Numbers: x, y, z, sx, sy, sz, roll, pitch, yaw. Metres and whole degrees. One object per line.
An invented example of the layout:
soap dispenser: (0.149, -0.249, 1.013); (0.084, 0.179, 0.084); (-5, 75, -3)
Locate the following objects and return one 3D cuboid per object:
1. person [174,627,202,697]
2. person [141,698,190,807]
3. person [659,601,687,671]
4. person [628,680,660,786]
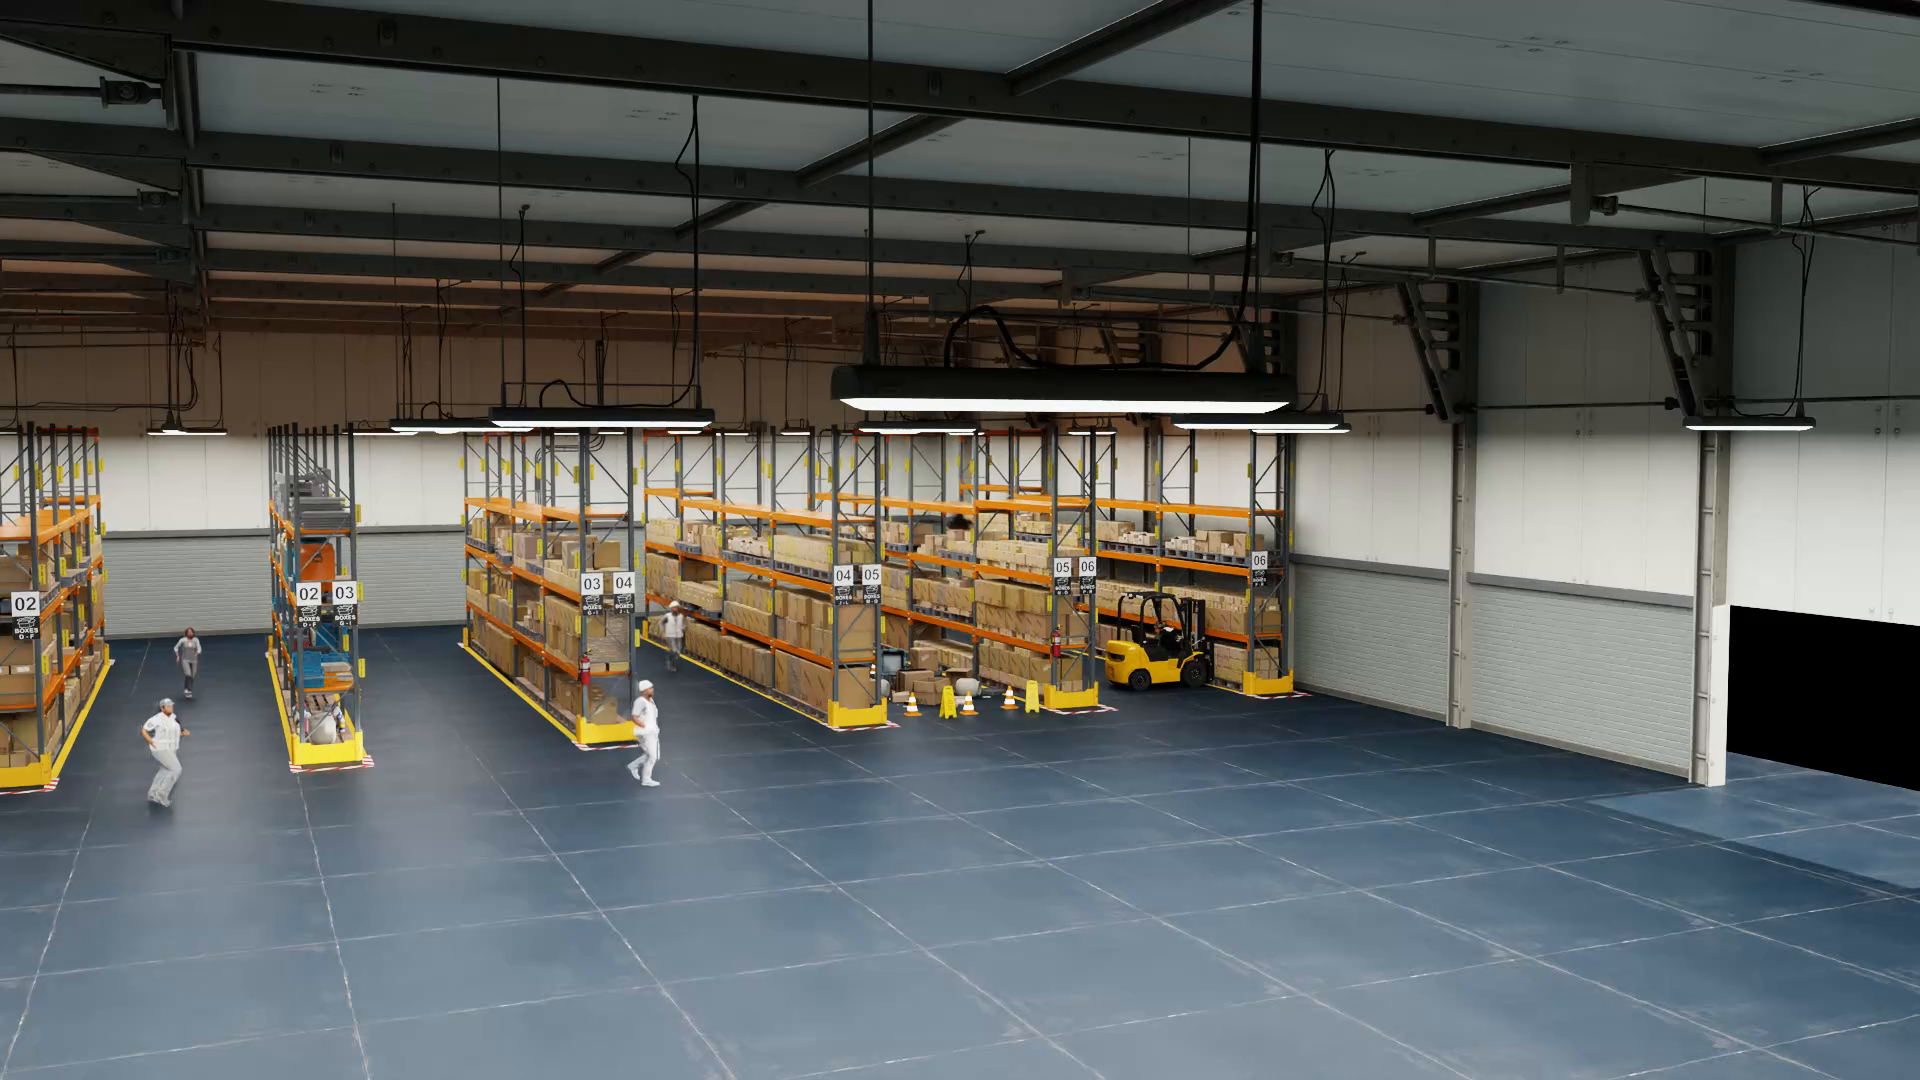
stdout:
person: (-16.952, 2.705, 36.576); (0.505, 1.533, 0.699); (-3, 4, -38)
person: (-12.402, 3.321, 26.033); (0.668, 1.696, 0.575); (0, 3, 3)
person: (-6.981, 2.357, 40.642); (0.630, 1.728, 0.733); (-2, 4, -30)
person: (-5.223, 3.176, 27.352); (0.596, 1.744, 0.693); (0, 4, 7)
